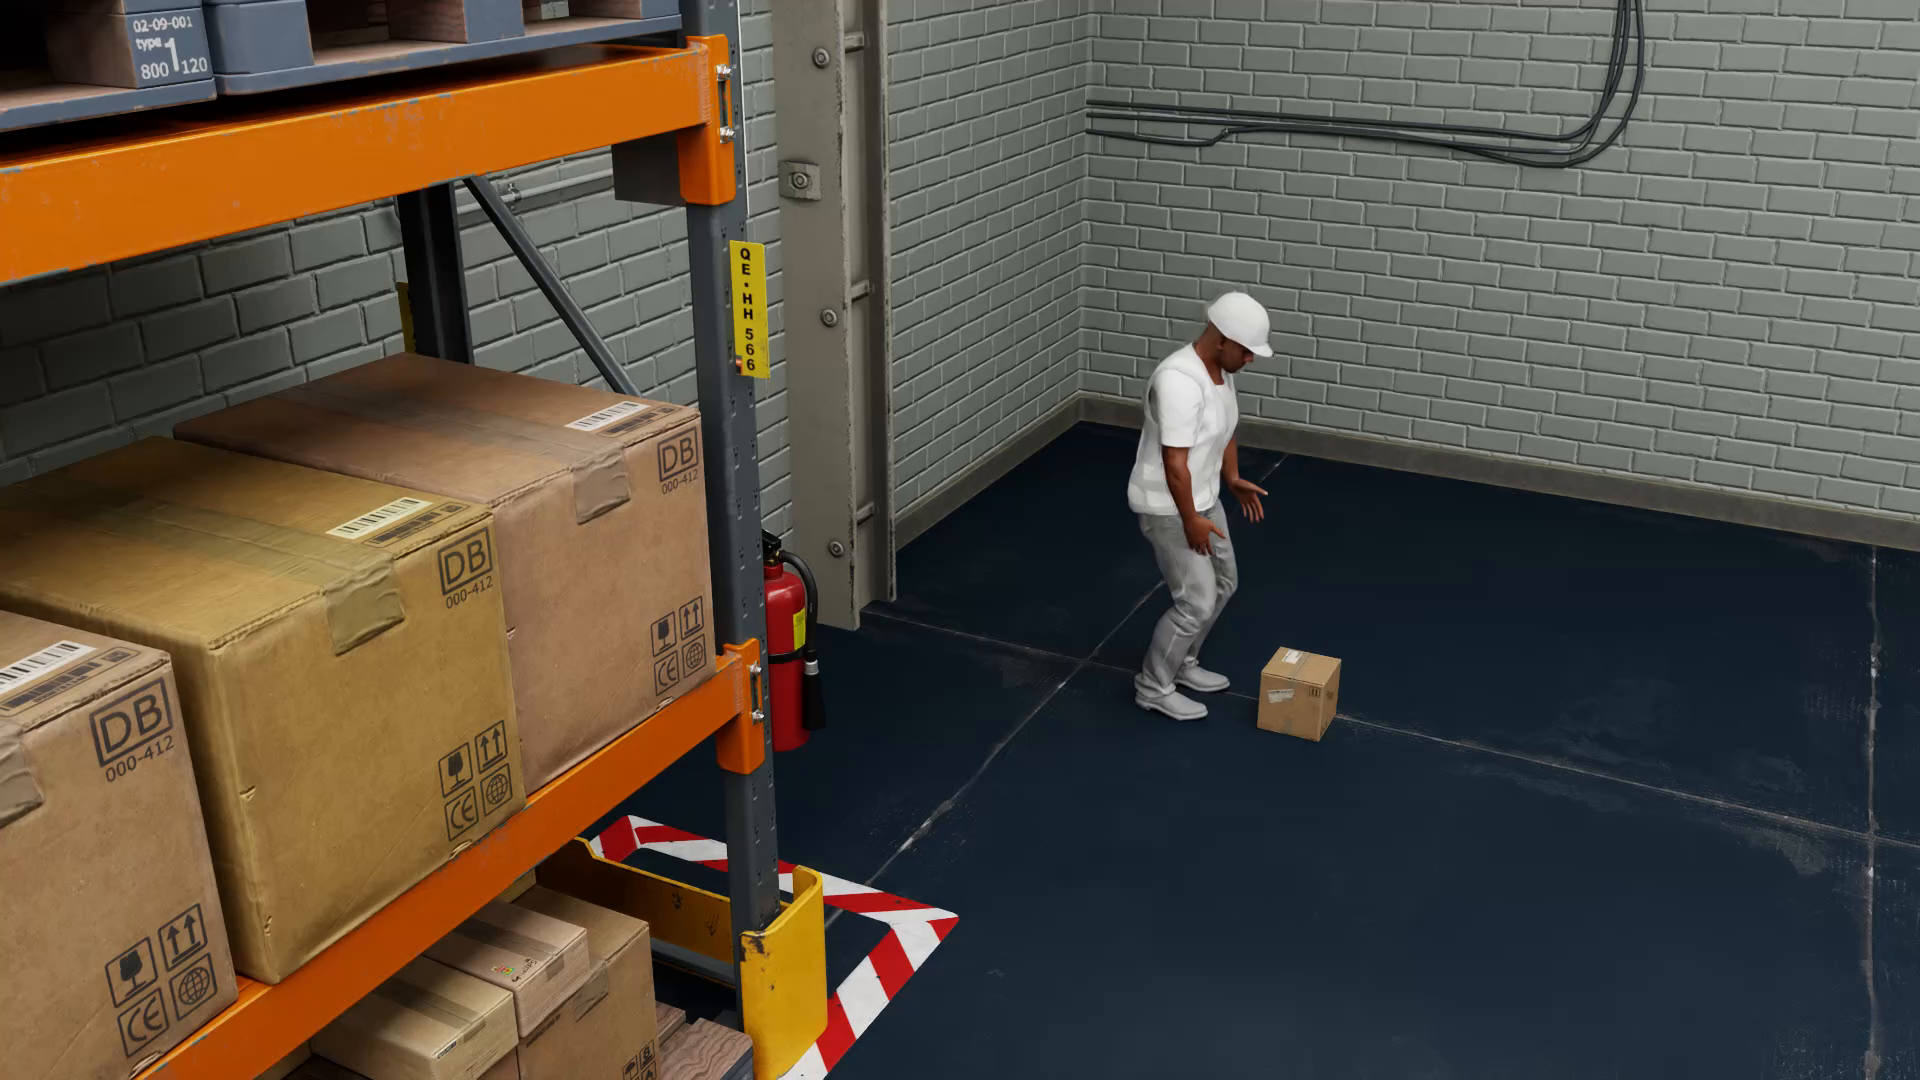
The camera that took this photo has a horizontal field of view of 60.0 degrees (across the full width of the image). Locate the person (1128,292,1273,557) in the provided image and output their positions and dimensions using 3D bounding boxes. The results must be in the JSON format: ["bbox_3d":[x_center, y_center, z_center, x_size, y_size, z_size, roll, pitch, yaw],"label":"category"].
[{"bbox_3d":[0.933,-0.470,6.380,0.491,0.998,0.599,12,25,26],"label":"person"}]
